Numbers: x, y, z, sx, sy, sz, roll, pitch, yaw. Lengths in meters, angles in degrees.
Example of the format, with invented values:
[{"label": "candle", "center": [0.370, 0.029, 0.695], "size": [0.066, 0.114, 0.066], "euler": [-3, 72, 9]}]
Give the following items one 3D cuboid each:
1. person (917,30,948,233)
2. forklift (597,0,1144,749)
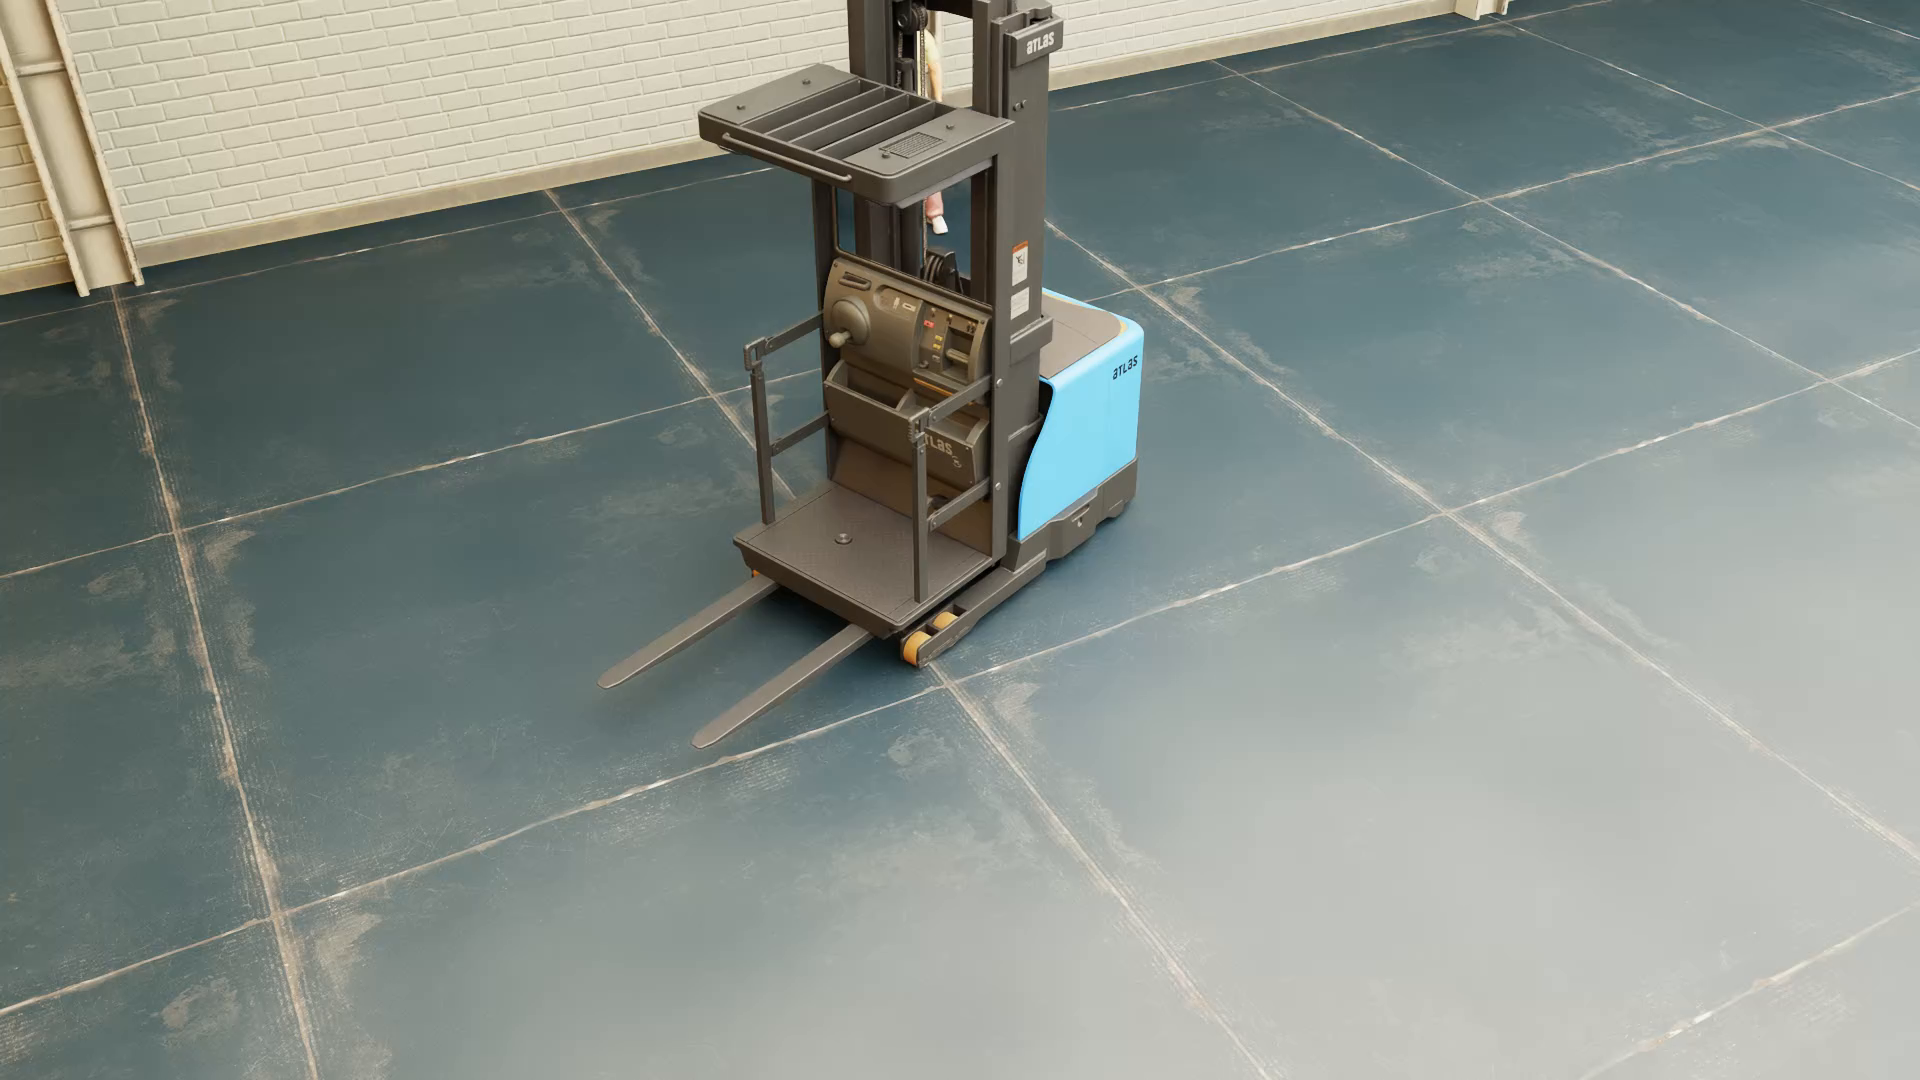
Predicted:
[{"label": "person", "center": [-0.381, -2.906, 11.325], "size": [0.593, 1.678, 0.402], "euler": [-1, 35, -1]}, {"label": "forklift", "center": [-0.390, -0.927, 7.434], "size": [1.130, 2.935, 3.031], "euler": [26, 43, 31]}]
